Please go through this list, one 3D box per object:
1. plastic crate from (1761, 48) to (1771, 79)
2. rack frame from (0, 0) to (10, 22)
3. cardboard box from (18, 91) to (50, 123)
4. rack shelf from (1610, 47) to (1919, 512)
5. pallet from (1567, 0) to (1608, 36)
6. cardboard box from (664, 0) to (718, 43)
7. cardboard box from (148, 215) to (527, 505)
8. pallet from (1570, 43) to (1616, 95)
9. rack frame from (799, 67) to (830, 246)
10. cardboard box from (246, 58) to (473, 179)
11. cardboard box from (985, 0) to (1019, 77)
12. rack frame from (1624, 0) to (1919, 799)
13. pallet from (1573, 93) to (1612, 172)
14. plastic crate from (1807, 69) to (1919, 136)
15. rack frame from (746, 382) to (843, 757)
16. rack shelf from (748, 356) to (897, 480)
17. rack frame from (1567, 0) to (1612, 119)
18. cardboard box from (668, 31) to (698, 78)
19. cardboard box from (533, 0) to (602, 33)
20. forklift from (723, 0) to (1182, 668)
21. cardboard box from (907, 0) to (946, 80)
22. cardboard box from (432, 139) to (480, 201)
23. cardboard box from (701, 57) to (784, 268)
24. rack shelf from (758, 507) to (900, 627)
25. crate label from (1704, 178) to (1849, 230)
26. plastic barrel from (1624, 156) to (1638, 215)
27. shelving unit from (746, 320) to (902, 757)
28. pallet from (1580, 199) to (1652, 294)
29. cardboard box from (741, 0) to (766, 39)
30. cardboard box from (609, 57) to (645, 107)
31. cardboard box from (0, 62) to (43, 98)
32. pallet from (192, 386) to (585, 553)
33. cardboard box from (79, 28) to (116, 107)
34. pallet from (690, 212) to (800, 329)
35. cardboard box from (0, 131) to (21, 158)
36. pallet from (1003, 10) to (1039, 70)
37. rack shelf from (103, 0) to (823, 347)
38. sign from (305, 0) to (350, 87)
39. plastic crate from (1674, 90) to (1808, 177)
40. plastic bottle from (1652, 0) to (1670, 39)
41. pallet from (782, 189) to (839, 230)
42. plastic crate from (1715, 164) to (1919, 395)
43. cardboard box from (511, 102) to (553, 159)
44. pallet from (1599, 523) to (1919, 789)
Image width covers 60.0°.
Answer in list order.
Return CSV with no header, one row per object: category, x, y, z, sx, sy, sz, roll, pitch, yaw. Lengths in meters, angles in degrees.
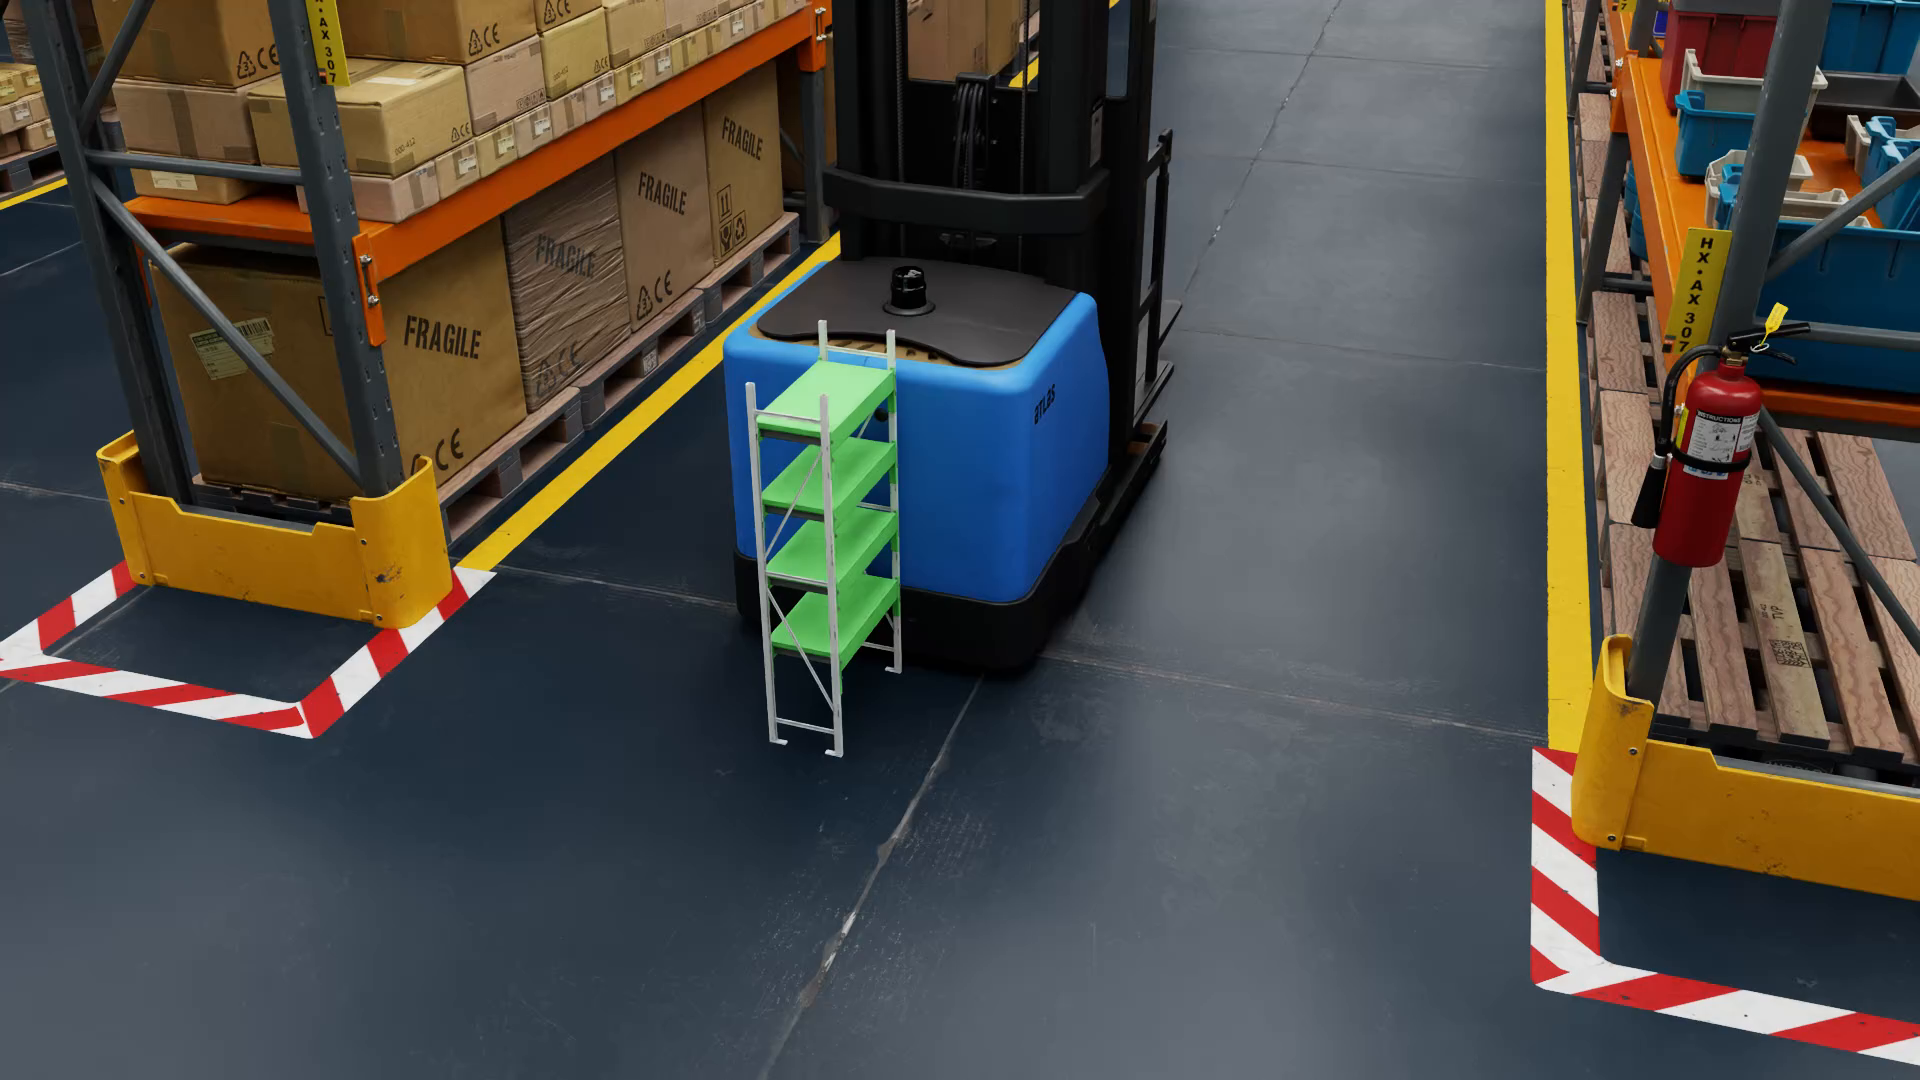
plastic crate,3.241,-2.038,7.037,0.396,0.136,0.243,8,30,15
rack frame,-5.933,-3.784,9.967,1.000,3.000,0.127,8,30,15
cardboard box,-5.721,-2.660,10.141,0.380,0.149,0.250,9,30,16
rack shelf,2.927,-1.079,5.844,1.077,0.370,4.000,8,30,15
pallet,5.669,-4.451,14.035,1.003,0.211,1.213,8,30,15
cardboard box,-1.399,-2.373,7.279,0.500,0.250,0.500,9,30,16
cardboard box,-2.284,-0.734,6.238,0.875,0.875,0.875,8,30,15
pallet,4.952,-3.317,11.996,1.003,0.211,1.213,8,30,15
rack frame,-1.221,-3.029,8.610,1.000,3.000,0.127,8,30,15
cardboard box,-1.996,-1.419,5.564,0.500,0.250,0.500,8,30,14
cardboard box,-0.269,-3.826,11.795,1.225,0.875,0.875,7,30,13
rack frame,2.340,-0.464,3.998,1.000,3.000,0.127,8,30,15
pallet,4.496,-2.591,10.690,1.003,0.211,1.213,8,30,15
plastic crate,3.442,-1.670,6.388,0.437,0.125,0.590,8,30,15
rack frame,-0.471,0.115,4.810,0.240,1.200,0.015,10,31,17
rack shelf,-0.389,-0.361,4.808,0.258,0.148,0.480,10,31,17
rack frame,4.688,-4.181,10.681,1.000,3.000,0.127,8,30,15
cardboard box,-1.374,-2.134,7.259,0.380,0.149,0.250,8,30,14
cardboard box,-1.703,-2.221,6.234,0.500,0.500,0.500,8,30,14
forklift,0.211,-1.569,6.055,1.130,2.935,3.031,10,31,17
cardboard box,-0.791,-3.000,10.311,1.225,0.875,0.875,7,30,13
cardboard box,-1.901,-1.298,5.756,0.380,0.149,0.250,8,30,14
cardboard box,-1.491,-1.989,8.494,0.875,0.875,0.875,8,30,15
rack shelf,-0.389,0.059,5.042,0.258,0.148,0.480,10,31,17
crate label,2.563,-1.045,5.253,0.396,0.136,0.243,8,30,15
plastic barrel,3.898,-2.169,8.789,0.600,0.901,0.708,8,30,15
shelving unit,-0.389,0.003,5.011,0.258,1.200,0.503,10,31,17
pallet,3.780,-1.457,8.651,1.003,0.211,1.213,8,30,15
cardboard box,-1.148,-2.492,7.903,0.380,0.149,0.250,8,30,14
cardboard box,-1.525,-1.894,6.827,0.380,0.149,0.250,8,30,14
cardboard box,-5.788,-2.779,10.049,0.380,0.149,0.250,9,30,16
pallet,-2.235,-0.335,6.634,1.003,0.211,1.213,8,30,15
cardboard box,-5.462,-3.181,11.022,0.500,0.500,0.500,10,31,17
pallet,-1.519,-1.469,8.673,1.003,0.211,1.213,8,30,15
cardboard box,-5.878,-2.382,9.947,0.380,0.149,0.250,9,30,16
pallet,0.184,-4.033,13.282,1.003,0.211,1.213,8,30,15
rack shelf,-1.808,-1.786,7.114,1.077,0.370,4.000,8,30,15
sign,-1.866,-1.501,4.891,0.100,0.325,0.005,8,30,15
plastic crate,2.697,-1.408,5.805,0.416,0.233,0.300,8,30,15
plastic bottle,3.321,-2.498,7.782,0.152,0.276,0.135,8,30,15
pallet,-1.066,-2.180,9.952,1.003,0.211,1.213,8,30,15
plastic crate,2.259,-0.688,4.302,0.616,0.435,0.499,8,30,15
cardboard box,-1.751,-1.538,6.188,0.380,0.149,0.250,8,30,14
pallet,2.619,0.377,5.355,1.003,0.211,1.213,8,30,15
